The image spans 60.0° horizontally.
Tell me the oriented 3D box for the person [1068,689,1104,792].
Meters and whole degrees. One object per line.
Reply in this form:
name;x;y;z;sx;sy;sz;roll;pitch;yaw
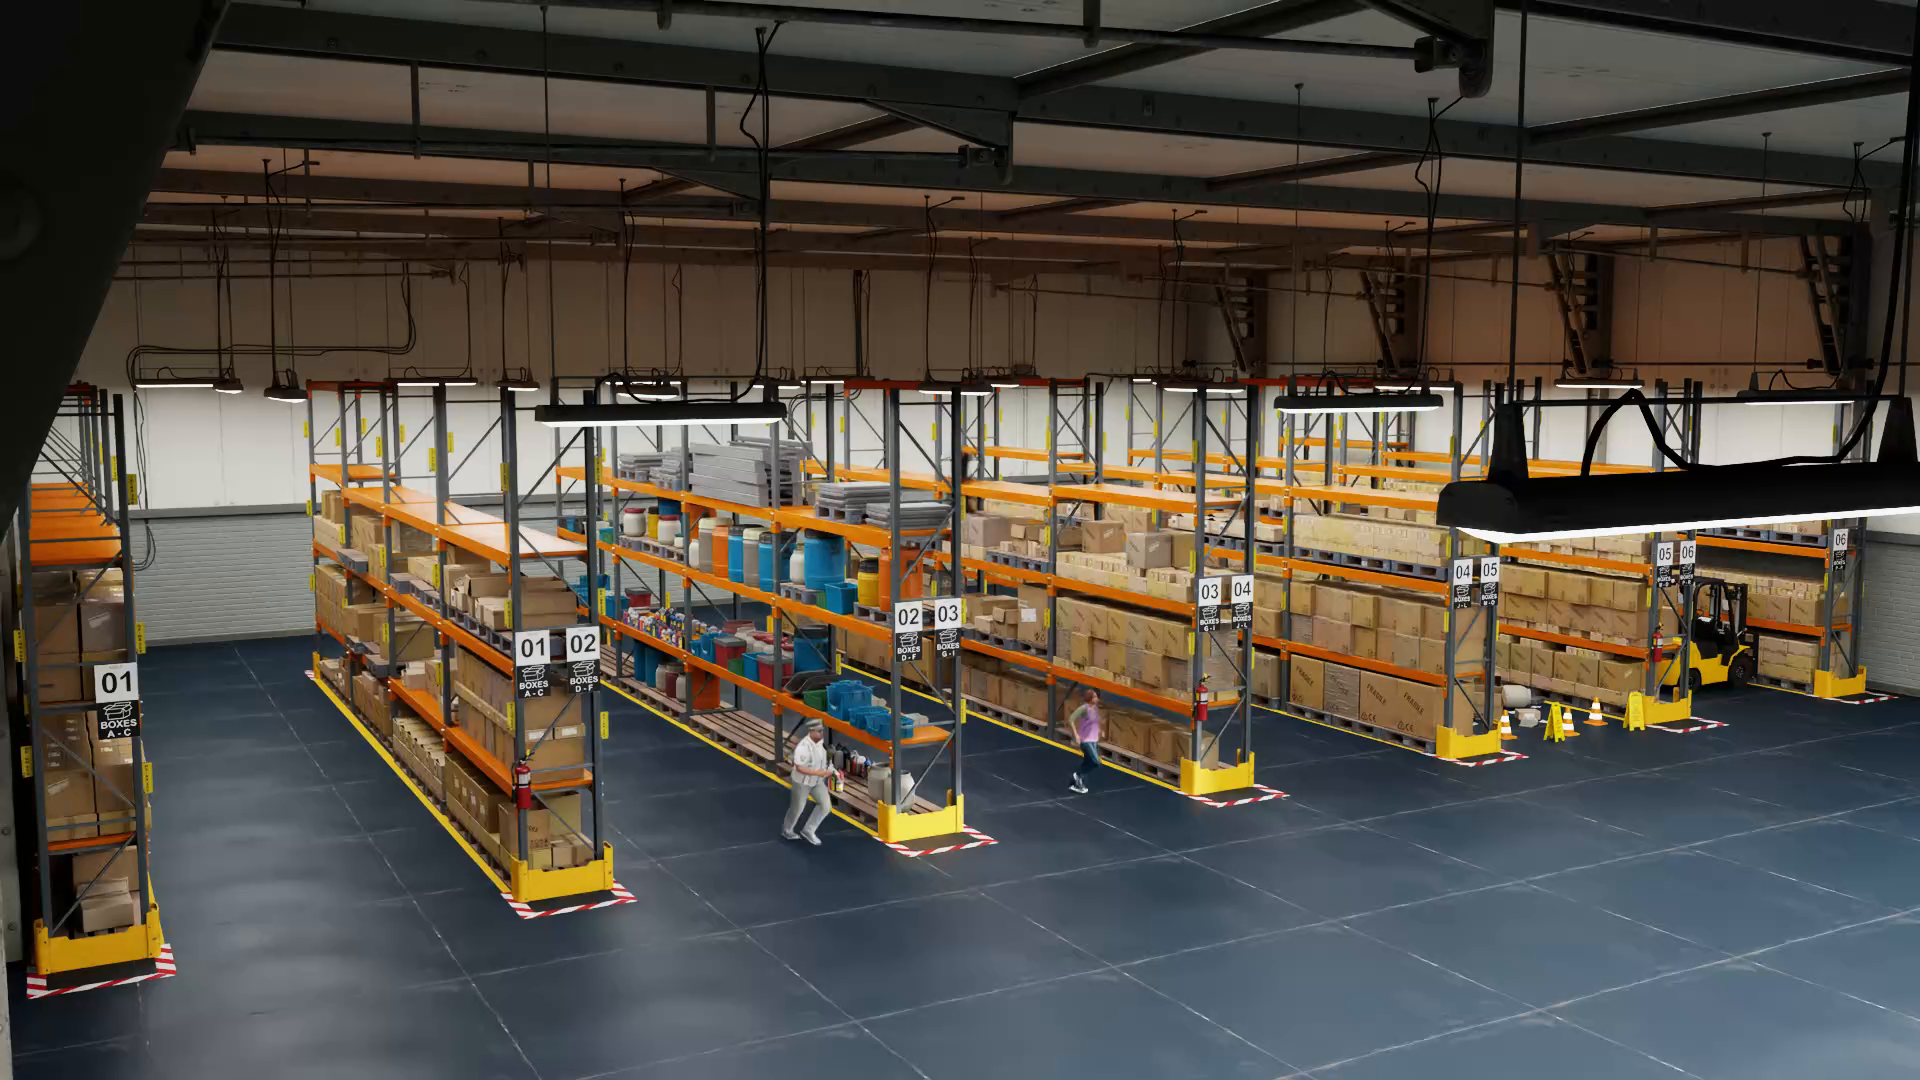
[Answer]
person;1.857;3.007;24.445;0.523;1.459;0.583;5;8;37

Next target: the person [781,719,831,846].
person;-2.040;3.174;21.854;0.797;1.749;0.632;5;8;40

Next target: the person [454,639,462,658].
person;-9.813;2.026;32.703;0.645;1.674;0.638;-4;7;-33
